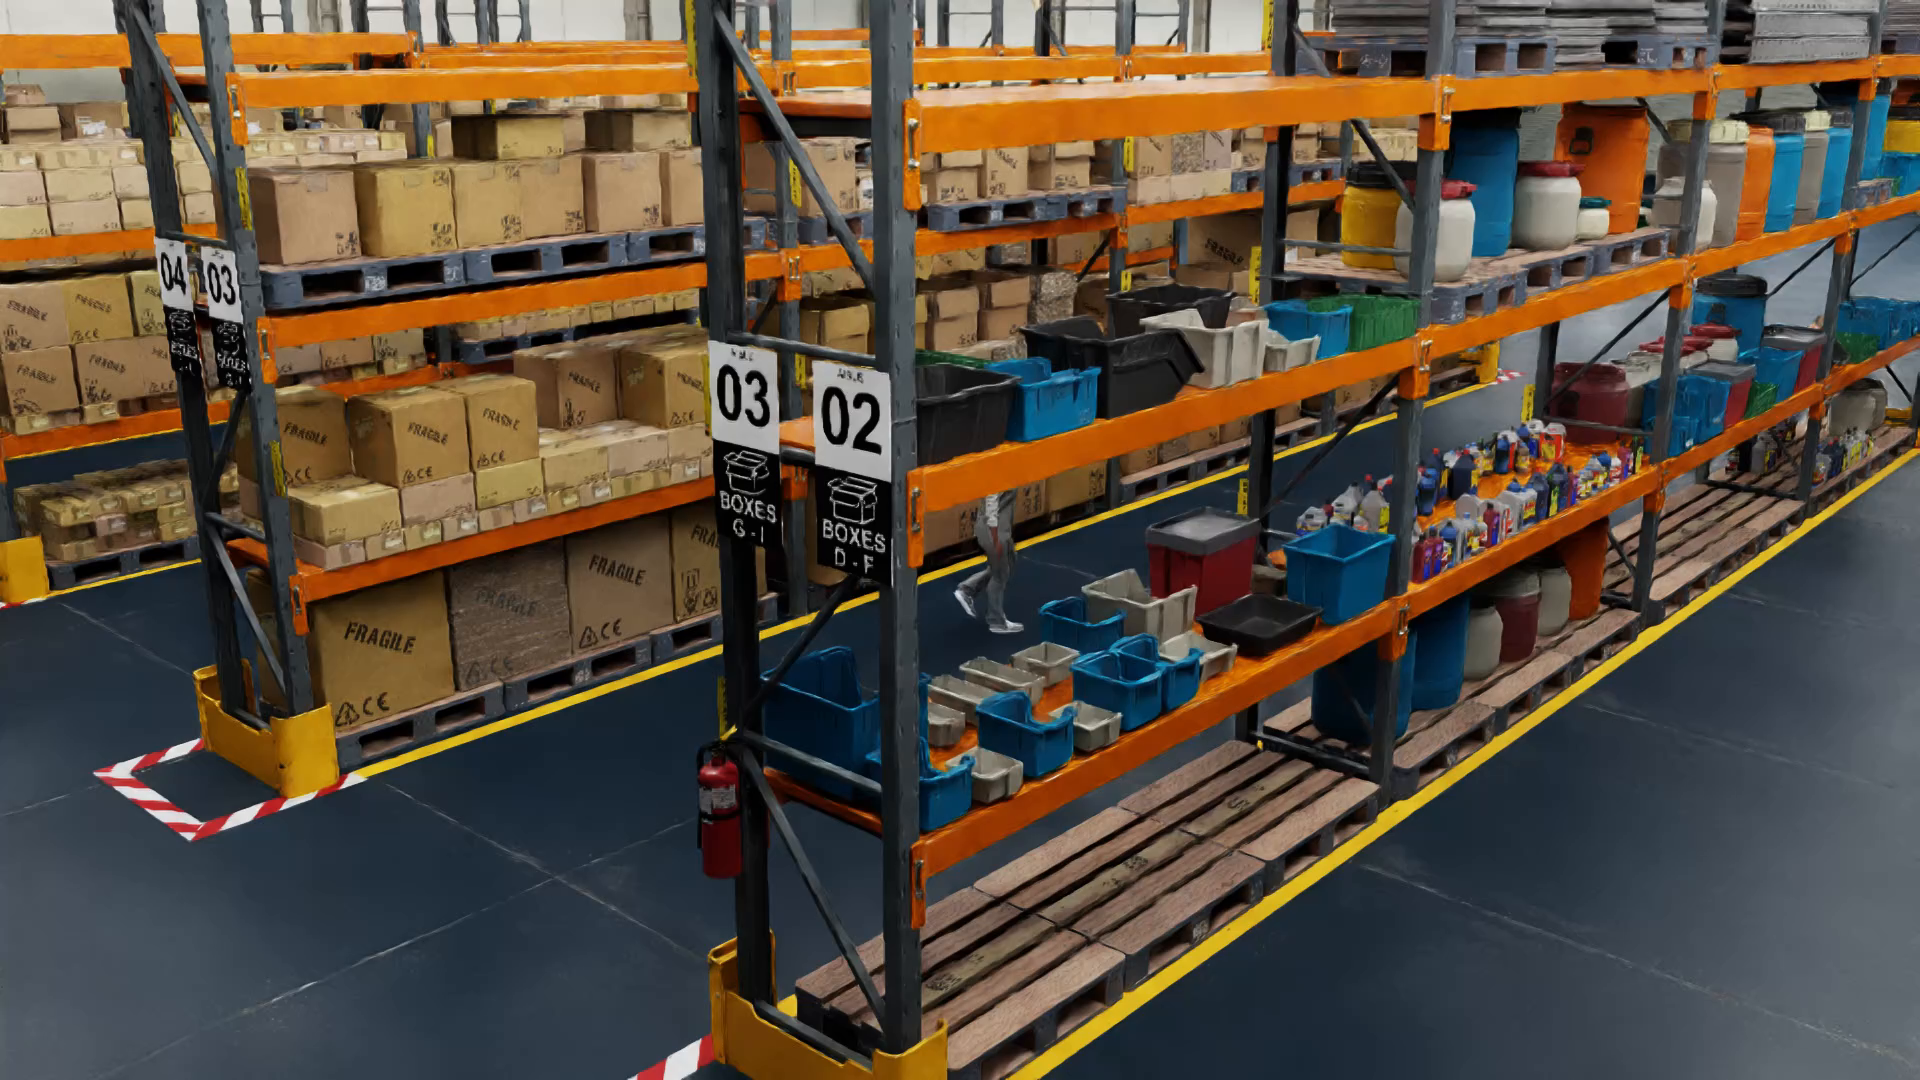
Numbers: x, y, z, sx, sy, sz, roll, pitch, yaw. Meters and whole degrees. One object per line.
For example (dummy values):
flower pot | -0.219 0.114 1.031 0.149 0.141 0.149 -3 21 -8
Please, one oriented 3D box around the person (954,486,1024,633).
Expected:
person | 0.211 -0.040 12.209 0.537 1.571 0.463 1 17 4
